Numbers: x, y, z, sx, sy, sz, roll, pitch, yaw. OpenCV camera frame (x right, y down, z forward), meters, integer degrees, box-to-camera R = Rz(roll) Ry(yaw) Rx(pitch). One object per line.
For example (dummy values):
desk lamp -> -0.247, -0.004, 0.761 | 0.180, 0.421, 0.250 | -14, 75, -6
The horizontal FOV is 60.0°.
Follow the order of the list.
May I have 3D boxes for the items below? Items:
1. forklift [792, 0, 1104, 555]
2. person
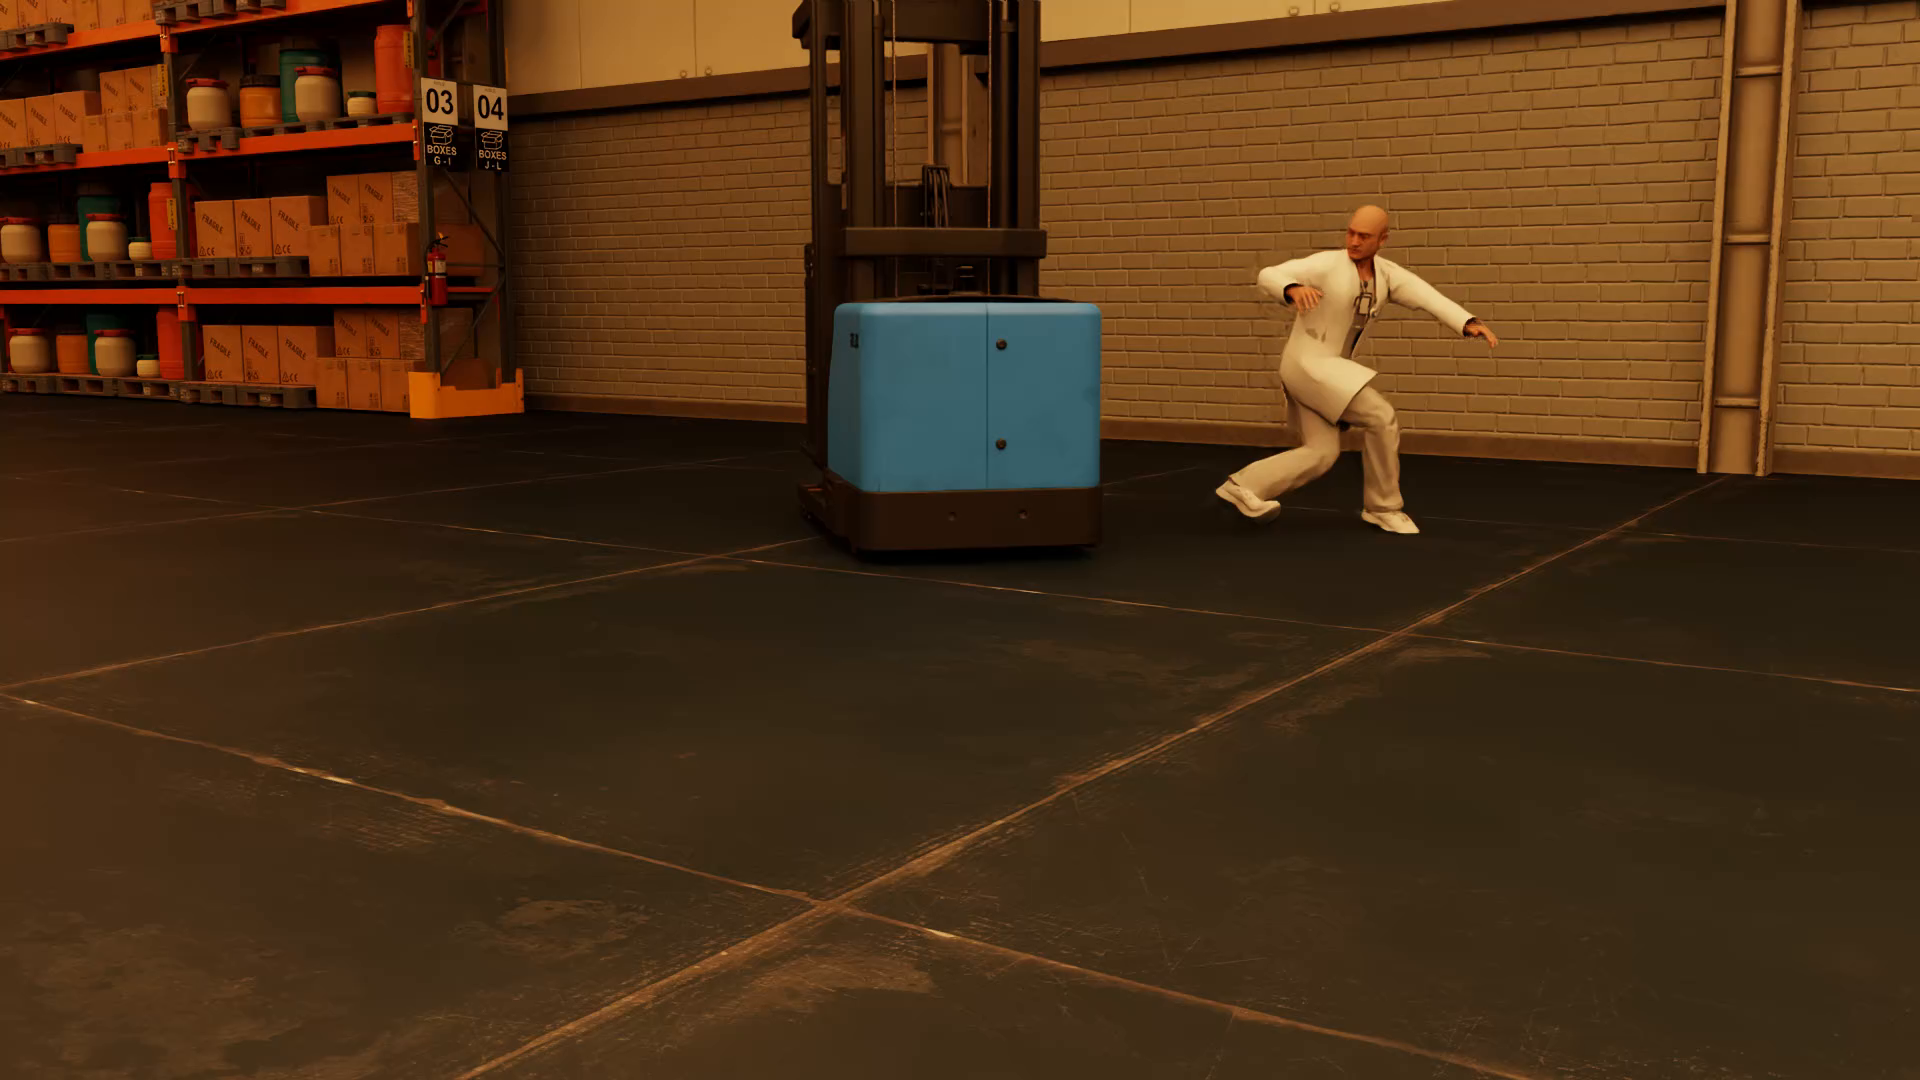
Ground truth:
forklift -> -0.215, -1.556, 8.133 | 1.130, 2.935, 3.031 | -2, 8, -12
person -> 1.832, -0.770, 7.749 | 1.203, 1.568, 0.952 | 5, 10, 32
